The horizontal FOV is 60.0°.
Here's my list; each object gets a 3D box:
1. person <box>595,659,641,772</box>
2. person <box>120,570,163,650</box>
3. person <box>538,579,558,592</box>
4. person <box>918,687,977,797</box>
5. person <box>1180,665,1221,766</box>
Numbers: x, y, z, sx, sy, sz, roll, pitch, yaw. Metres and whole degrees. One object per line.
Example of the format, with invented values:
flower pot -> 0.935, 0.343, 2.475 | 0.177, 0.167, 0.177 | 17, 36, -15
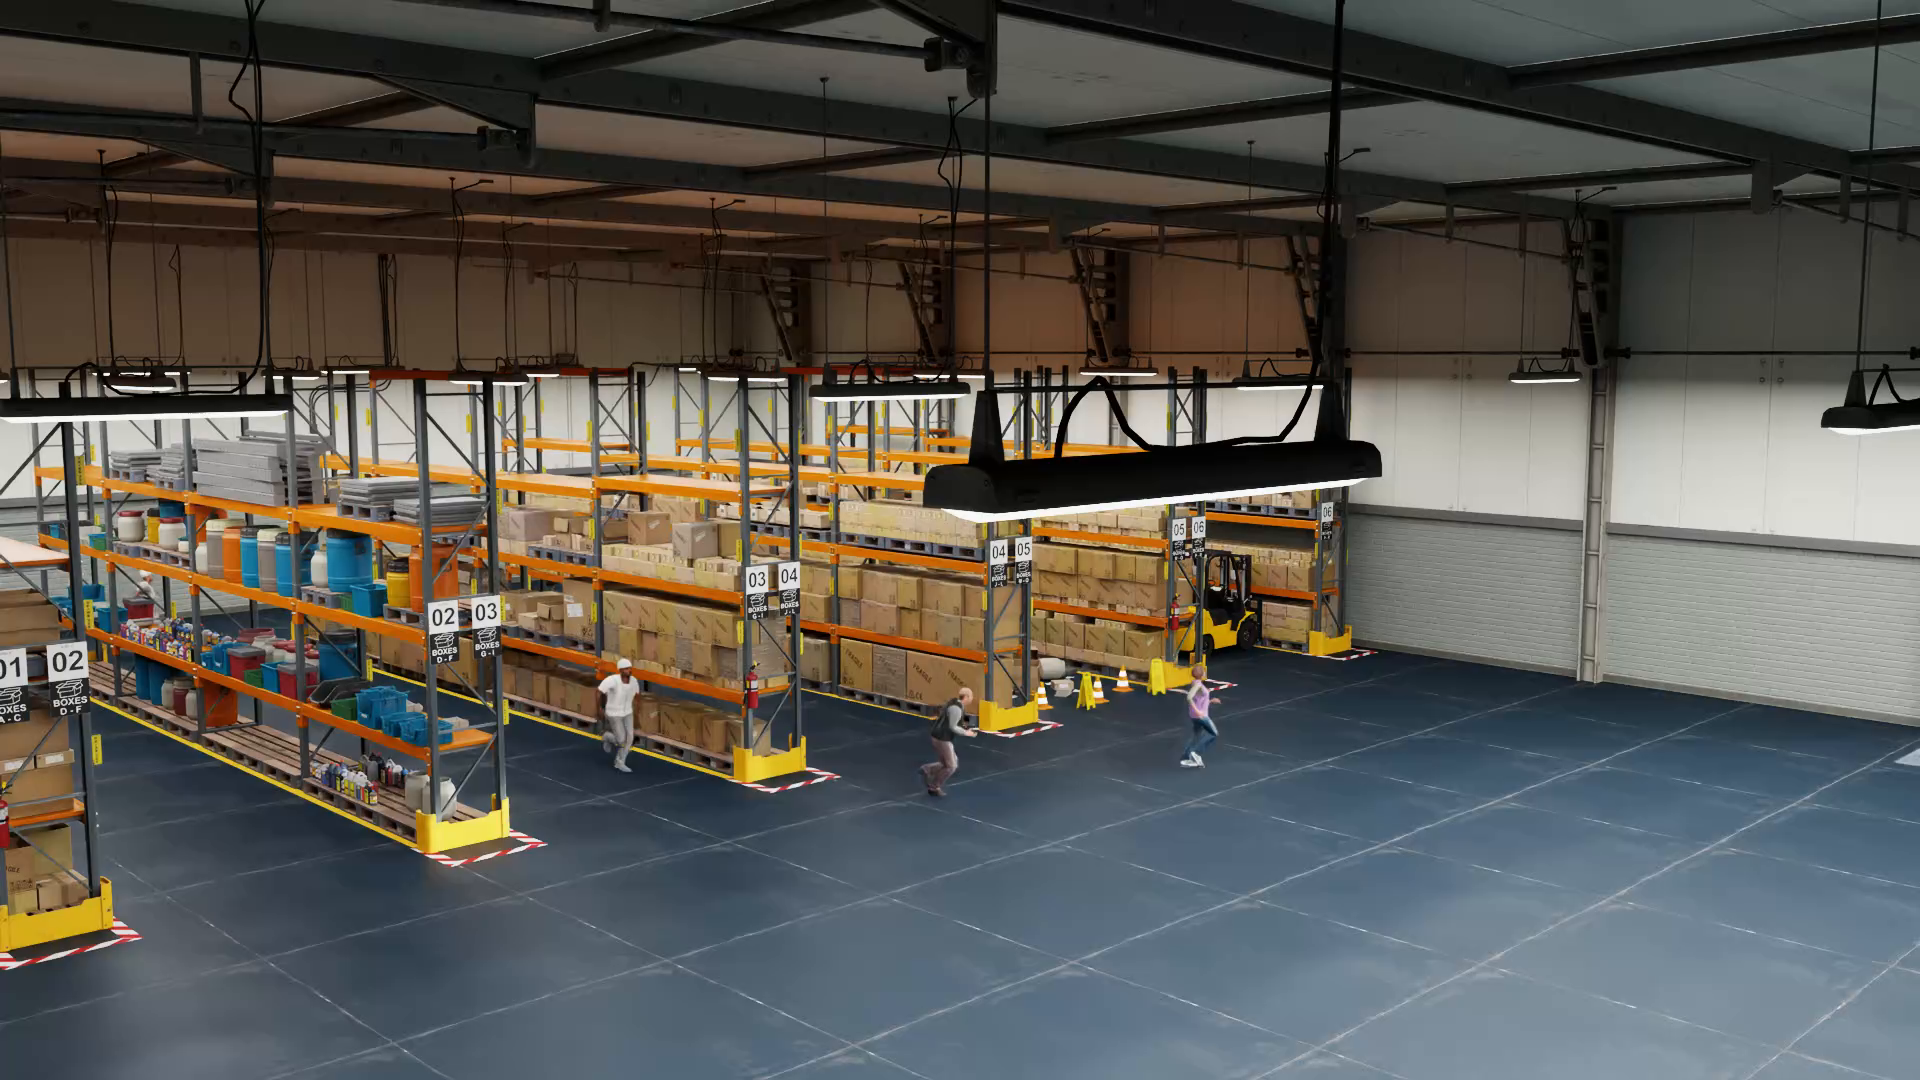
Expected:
person -> -5.196, 2.647, 25.312 | 0.701, 1.719, 0.739 | 6, 9, 44
person -> -17.104, 1.525, 34.845 | 1.037, 1.832, 0.621 | -6, 9, -44
person -> -10.556, 0.715, 42.332 | 0.689, 1.763, 1.122 | 3, 7, 24
person -> -0.180, 2.881, 23.833 | 0.844, 1.573, 0.673 | 0, 6, -1
person -> 3.672, 2.684, 25.329 | 0.624, 1.567, 0.519 | 0, 6, -2
